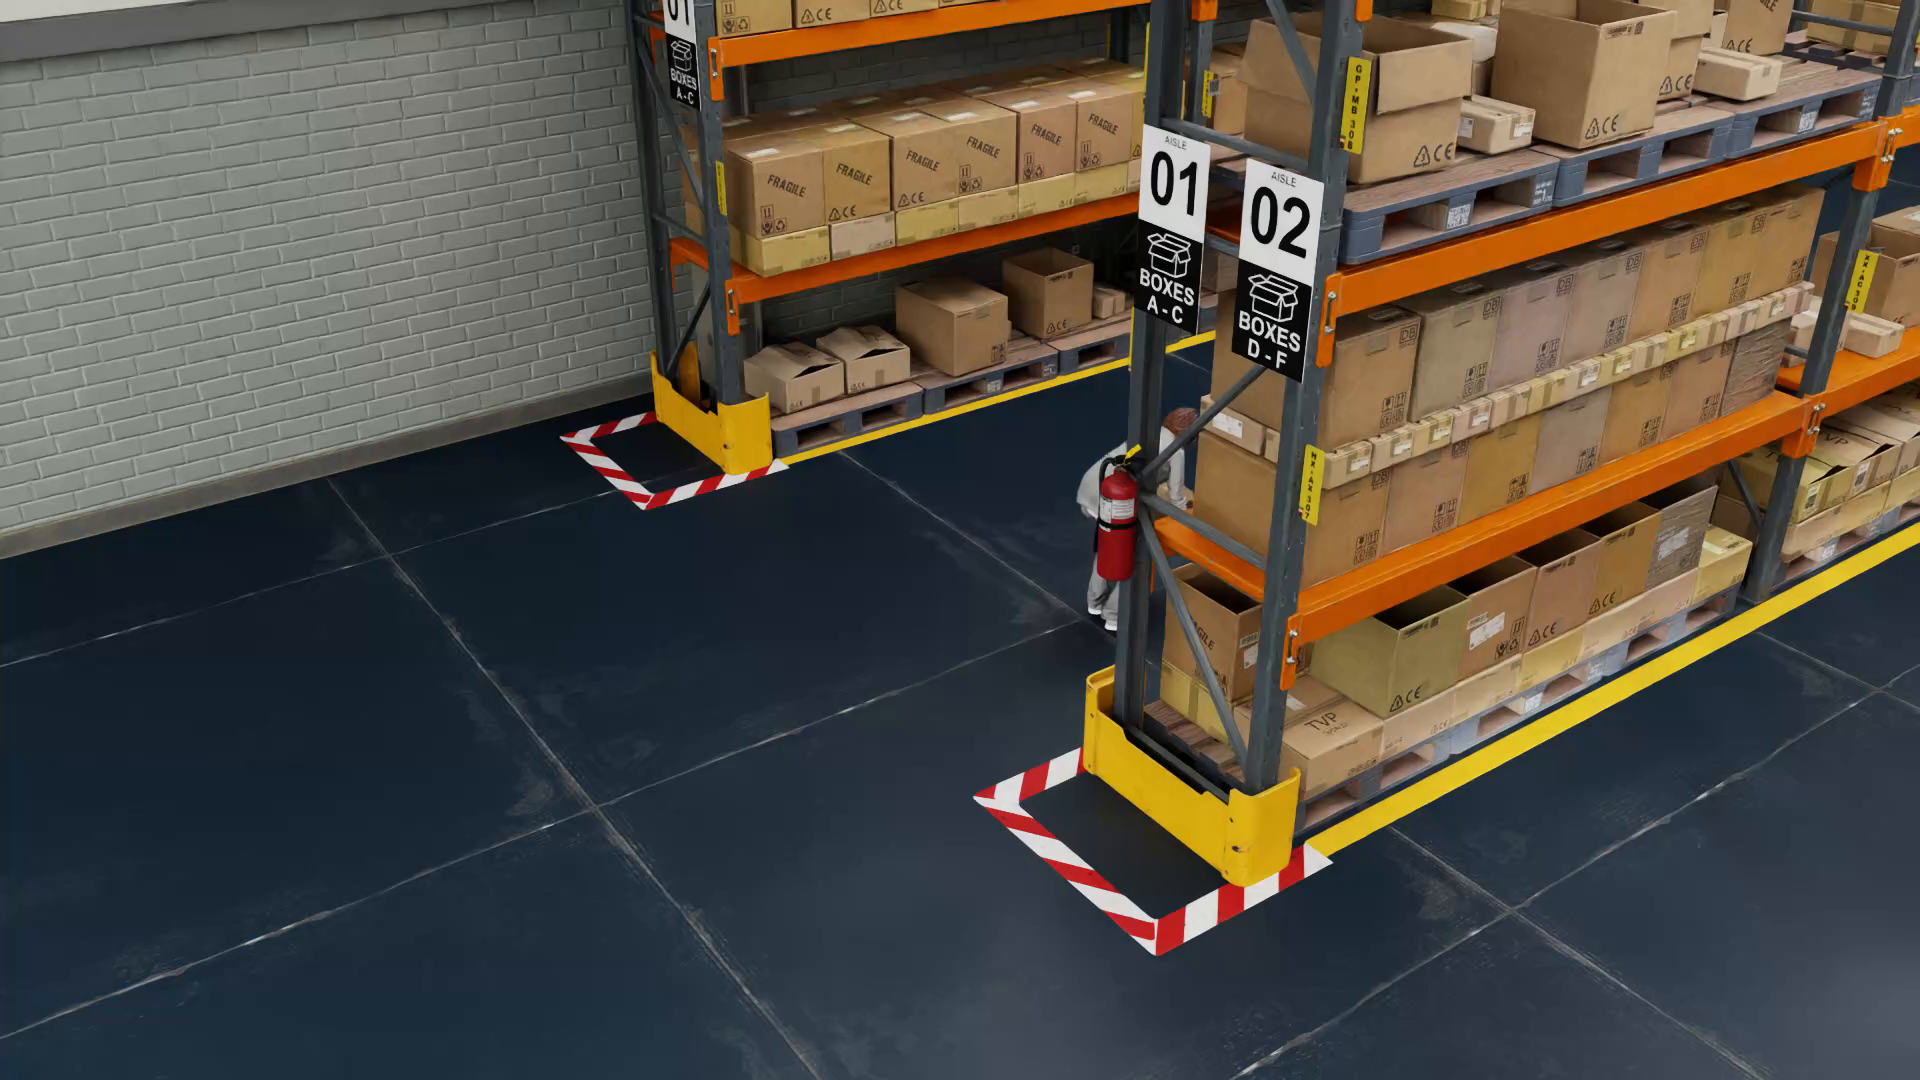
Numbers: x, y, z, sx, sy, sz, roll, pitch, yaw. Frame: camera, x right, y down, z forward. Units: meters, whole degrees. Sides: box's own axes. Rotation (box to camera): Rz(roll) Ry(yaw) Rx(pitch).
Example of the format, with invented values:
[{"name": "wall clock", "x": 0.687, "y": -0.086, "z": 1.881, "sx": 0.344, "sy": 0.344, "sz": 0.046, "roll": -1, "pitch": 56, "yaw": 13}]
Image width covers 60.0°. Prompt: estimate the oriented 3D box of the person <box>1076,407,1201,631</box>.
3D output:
[{"name": "person", "x": 1.010, "y": -0.116, "z": 9.296, "sx": 0.829, "sy": 1.162, "sz": 0.391, "roll": -20, "pitch": 35, "yaw": -32}]
